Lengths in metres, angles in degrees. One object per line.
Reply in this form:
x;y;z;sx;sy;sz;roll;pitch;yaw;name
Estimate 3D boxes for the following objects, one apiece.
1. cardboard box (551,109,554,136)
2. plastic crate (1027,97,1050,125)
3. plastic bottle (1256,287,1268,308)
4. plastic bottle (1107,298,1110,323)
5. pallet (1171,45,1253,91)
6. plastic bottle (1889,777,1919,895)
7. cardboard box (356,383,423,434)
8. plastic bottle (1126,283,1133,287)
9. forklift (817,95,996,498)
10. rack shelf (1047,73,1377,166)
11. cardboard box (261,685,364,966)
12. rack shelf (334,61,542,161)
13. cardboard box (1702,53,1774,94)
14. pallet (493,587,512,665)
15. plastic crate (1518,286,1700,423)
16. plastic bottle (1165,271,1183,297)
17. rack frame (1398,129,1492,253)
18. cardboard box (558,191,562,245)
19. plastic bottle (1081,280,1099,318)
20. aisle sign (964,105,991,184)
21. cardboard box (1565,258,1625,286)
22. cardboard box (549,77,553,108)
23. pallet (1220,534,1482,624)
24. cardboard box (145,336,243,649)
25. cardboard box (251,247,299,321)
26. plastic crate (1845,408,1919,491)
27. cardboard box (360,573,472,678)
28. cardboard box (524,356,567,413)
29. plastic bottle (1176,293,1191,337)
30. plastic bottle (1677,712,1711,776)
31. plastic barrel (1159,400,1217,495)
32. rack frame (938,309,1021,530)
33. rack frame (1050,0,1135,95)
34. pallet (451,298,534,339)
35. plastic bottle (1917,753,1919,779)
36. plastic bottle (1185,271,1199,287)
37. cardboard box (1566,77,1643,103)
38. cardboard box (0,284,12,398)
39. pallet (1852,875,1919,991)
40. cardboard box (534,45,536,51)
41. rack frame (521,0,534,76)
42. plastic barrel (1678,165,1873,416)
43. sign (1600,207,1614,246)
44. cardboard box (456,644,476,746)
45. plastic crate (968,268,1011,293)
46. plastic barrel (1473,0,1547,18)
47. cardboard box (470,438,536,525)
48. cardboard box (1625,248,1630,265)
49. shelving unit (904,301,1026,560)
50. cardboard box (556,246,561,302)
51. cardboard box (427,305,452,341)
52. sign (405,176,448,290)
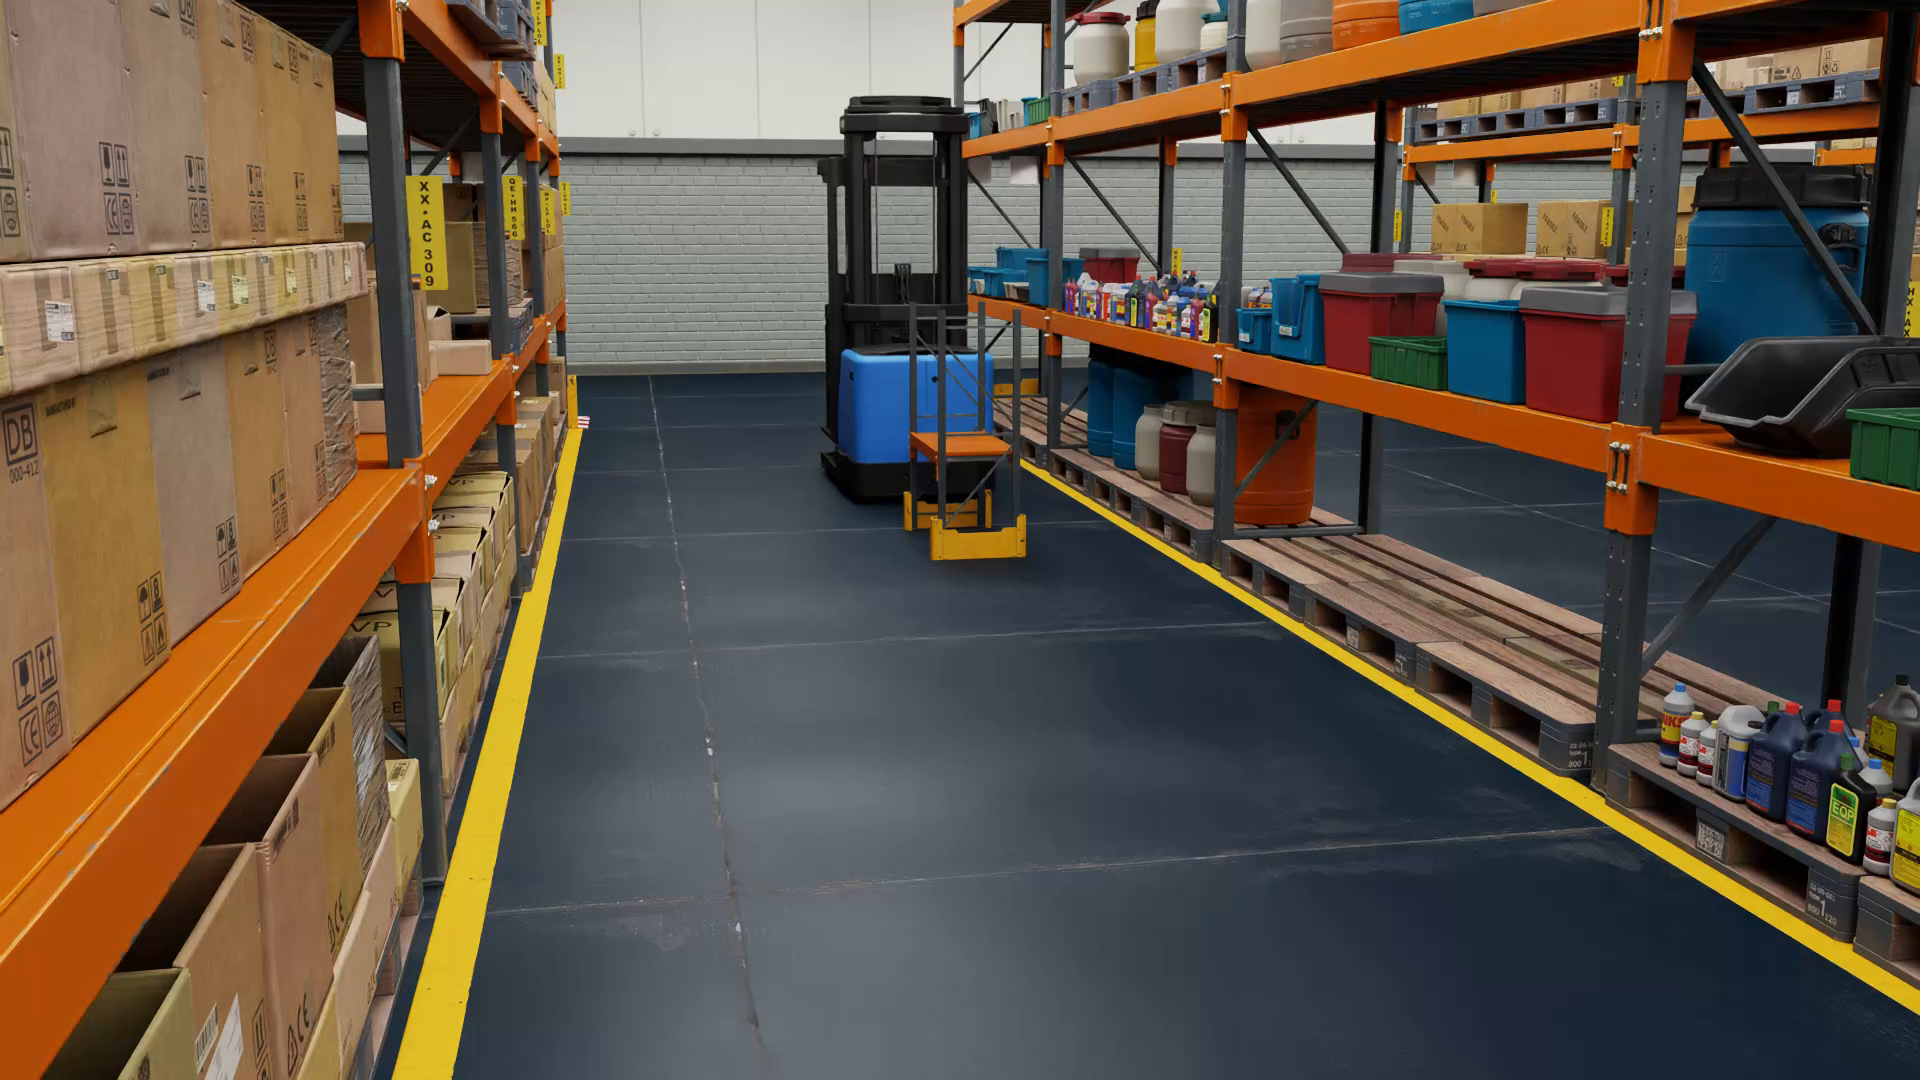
-3.978;-3.829;15.170;0.500;0.250;0.500;-2;11;-11;cardboard box
0.835;-3.488;13.544;0.450;0.188;0.662;-2;11;-11;plastic crate
2.045;-1.565;11.211;0.061;0.283;0.133;-2;11;-11;plastic bottle
1.106;-1.663;11.944;0.097;0.201;0.097;0;11;0;plastic bottle
1.939;-2.843;10.092;1.003;0.211;1.213;-2;11;-11;pallet
2.639;0.776;4.503;0.144;0.351;0.185;-2;11;-11;plastic bottle
-2.061;-0.452;5.718;0.380;0.149;0.250;-2;11;-11;cardboard box
1.260;-1.728;12.083;0.152;0.276;0.135;-2;11;-11;plastic bottle
-0.532;-1.974;13.229;1.130;2.935;3.031;-2;11;-11;forklift
1.603;-2.805;11.313;1.077;0.370;4.000;-2;11;-11;rack shelf
-1.598;0.632;3.580;0.500;0.500;0.500;-2;11;-11;cardboard box
-3.257;-2.626;10.370;1.077;0.370;4.000;-2;11;-11;rack shelf
6.197;-3.663;13.014;0.500;0.311;0.500;-3;11;-13;cardboard box
-2.746;0.384;8.116;1.003;0.211;1.213;-2;11;-11;pallet
2.376;-0.694;6.147;0.402;0.464;0.583;-2;11;-11;plastic crate
1.608;-1.832;12.429;0.144;0.351;0.185;-2;11;-11;plastic bottle
5.294;-2.965;18.254;1.000;3.000;0.127;-2;11;-11;rack frame
-3.968;-2.982;15.399;0.500;0.500;0.500;-2;11;-9;cardboard box
1.001;-1.825;12.594;0.152;0.276;0.135;-2;11;-11;plastic bottle
0.131;-4.065;17.078;0.394;0.787;0.004;-2;11;-11;aisle sign
5.729;-2.376;14.762;0.500;0.250;0.500;-2;11;-12;cardboard box
-3.976;-4.075;15.124;0.500;0.250;0.500;-2;11;-11;cardboard box
2.105;0.195;9.106;1.003;0.211;1.213;-2;11;-11;pallet
-1.694;-0.090;2.882;0.700;0.500;0.500;-2;11;-9;cardboard box
-1.630;-0.544;3.530;0.380;0.149;0.250;-2;11;-11;cardboard box
2.757;-0.221;4.403;0.450;0.188;0.662;-2;11;-11;plastic crate
-2.018;0.287;5.897;0.500;0.311;0.500;-2;11;-12;cardboard box
-4.076;-1.503;16.081;0.500;0.500;0.500;-2;11;-11;cardboard box
1.408;-1.413;10.444;0.097;0.271;0.097;0;11;0;plastic bottle
2.422;0.667;5.477;0.097;0.201;0.097;0;11;0;plastic bottle
1.660;-0.636;11.342;0.600;0.588;0.708;-2;11;-11;plastic barrel
0.115;-0.628;9.984;0.500;1.500;0.032;-2;11;-11;rack frame
1.214;-4.999;12.893;1.000;3.000;0.127;-2;11;-11;rack frame
-3.250;-1.401;10.547;1.003;0.211;1.213;-2;11;-11;pallet
3.075;0.690;5.155;0.152;0.276;0.135;-2;11;-11;plastic bottle
1.750;-1.837;12.457;0.144;0.351;0.185;-2;11;-11;plastic bottle
5.861;-4.151;14.804;0.700;0.500;0.500;-3;11;-14;cardboard box
-1.278;-0.213;1.791;0.380;0.149;0.250;-2;11;-11;cardboard box
3.100;1.134;4.172;1.003;0.211;1.213;-2;11;-11;pallet
-3.839;-4.162;13.578;0.700;0.500;0.500;-2;11;-11;cardboard box
-3.646;-4.819;11.950;1.000;3.000;0.127;-2;11;-11;rack frame
2.992;-0.913;6.128;0.600;0.901;0.708;-2;11;-11;plastic barrel
5.528;-2.676;14.204;0.100;0.325;0.005;-2;11;-11;sign
-2.023;0.563;5.949;0.500;0.250;0.500;-2;11;-10;cardboard box
0.289;-2.555;16.383;0.416;0.233;0.300;-2;11;-11;plastic crate
2.331;-2.510;6.496;0.600;0.901;0.600;0;11;0;plastic barrel
-2.783;-0.316;9.846;0.500;0.500;0.500;-3;11;-13;cardboard box
5.917;-2.187;13.900;0.500;0.500;0.500;-2;11;-11;cardboard box
0.015;-0.723;10.483;0.587;1.500;1.083;-2;11;-11;shelving unit
-3.873;-2.396;14.995;0.500;0.500;0.500;-2;11;-11;cardboard box
-2.840;-1.027;8.306;0.500;0.311;0.500;-1;11;-7;cardboard box
-1.545;-0.890;4.821;0.100;0.325;0.005;-2;11;-11;sign
